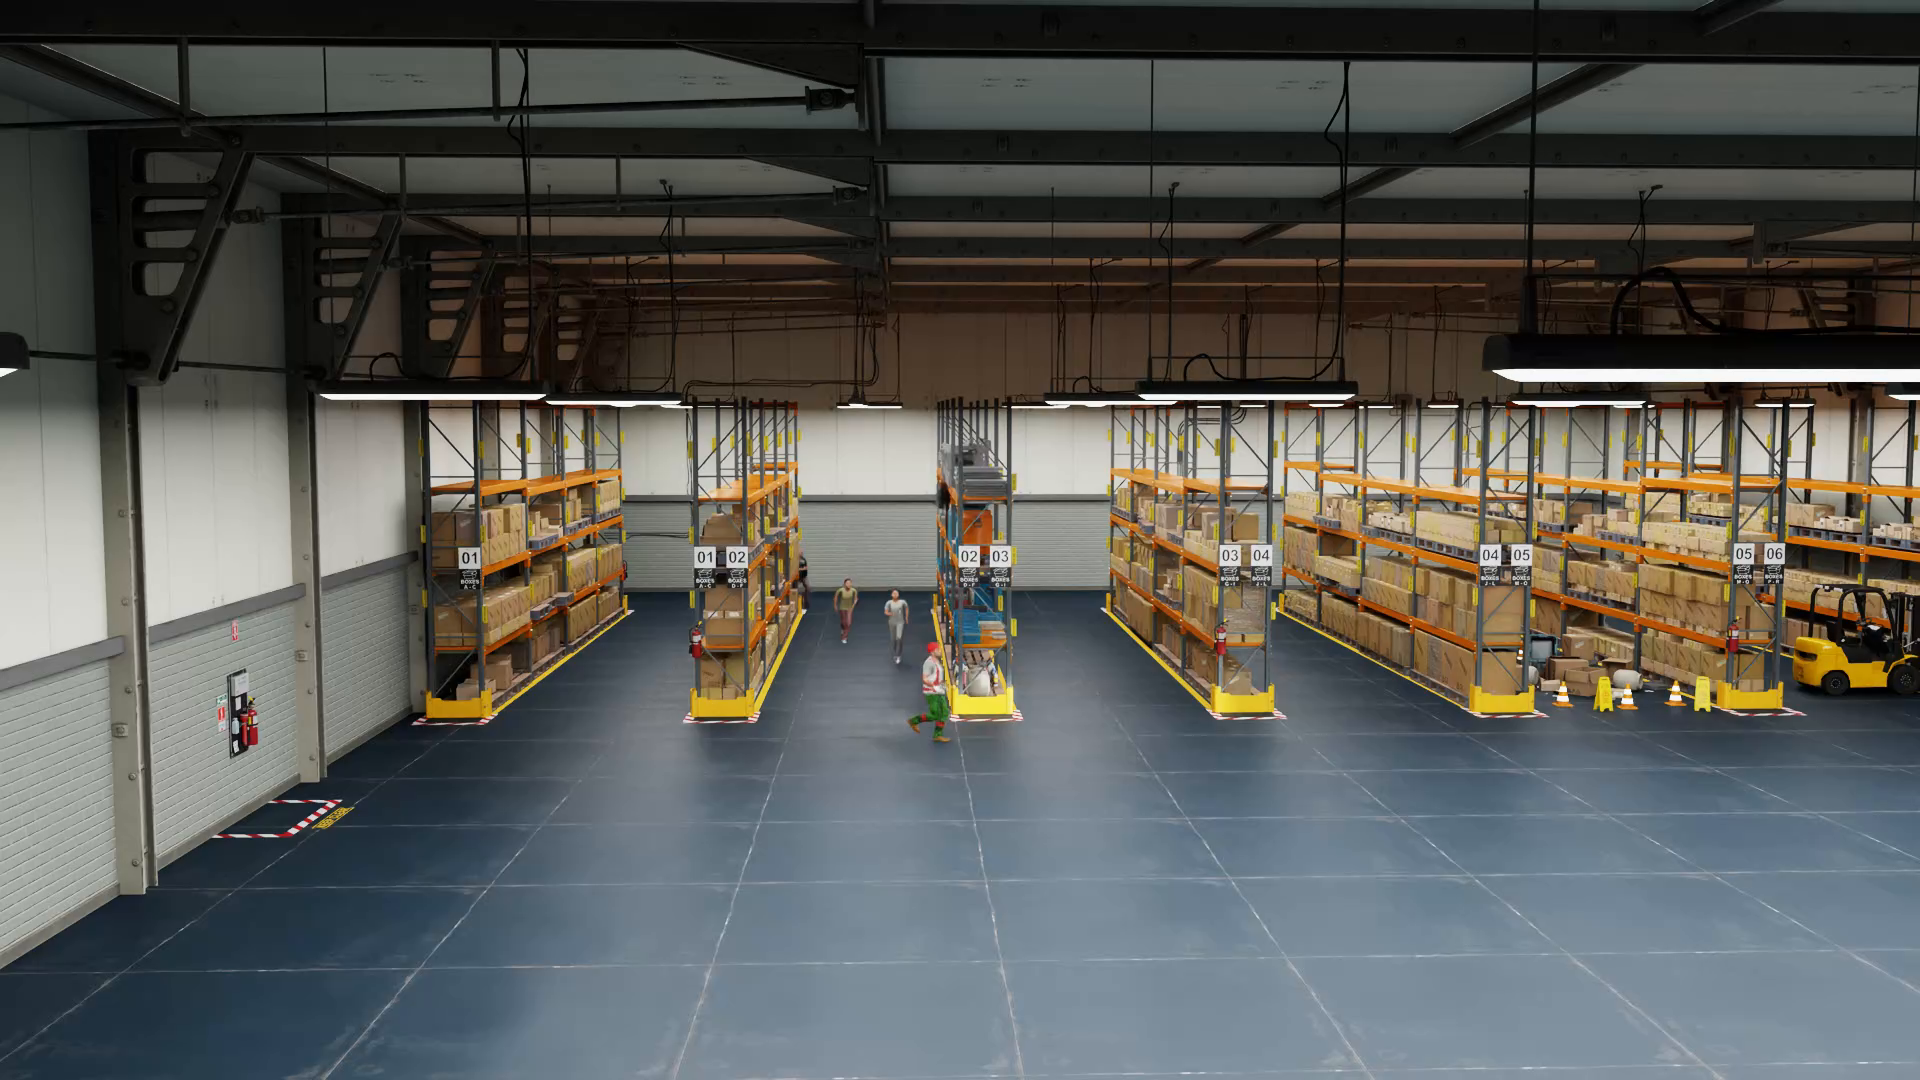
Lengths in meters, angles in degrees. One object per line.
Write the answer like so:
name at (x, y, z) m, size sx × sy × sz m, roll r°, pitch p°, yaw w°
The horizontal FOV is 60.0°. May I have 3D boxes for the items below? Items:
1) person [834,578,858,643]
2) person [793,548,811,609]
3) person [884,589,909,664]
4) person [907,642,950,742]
person at (-2.833, 1.736, 41.361) m, size 0.579 × 1.604 × 0.623 m, roll -1°, pitch 5°, yaw -17°
person at (-4.693, 1.122, 48.509) m, size 0.809 × 1.768 × 0.623 m, roll 4°, pitch 6°, yaw 43°
person at (-1.455, 1.957, 37.992) m, size 0.514 × 1.713 × 0.817 m, roll 0°, pitch 4°, yaw 6°
person at (-0.528, 2.634, 28.844) m, size 0.749 × 1.741 × 0.667 m, roll 1°, pitch 5°, yaw 15°
